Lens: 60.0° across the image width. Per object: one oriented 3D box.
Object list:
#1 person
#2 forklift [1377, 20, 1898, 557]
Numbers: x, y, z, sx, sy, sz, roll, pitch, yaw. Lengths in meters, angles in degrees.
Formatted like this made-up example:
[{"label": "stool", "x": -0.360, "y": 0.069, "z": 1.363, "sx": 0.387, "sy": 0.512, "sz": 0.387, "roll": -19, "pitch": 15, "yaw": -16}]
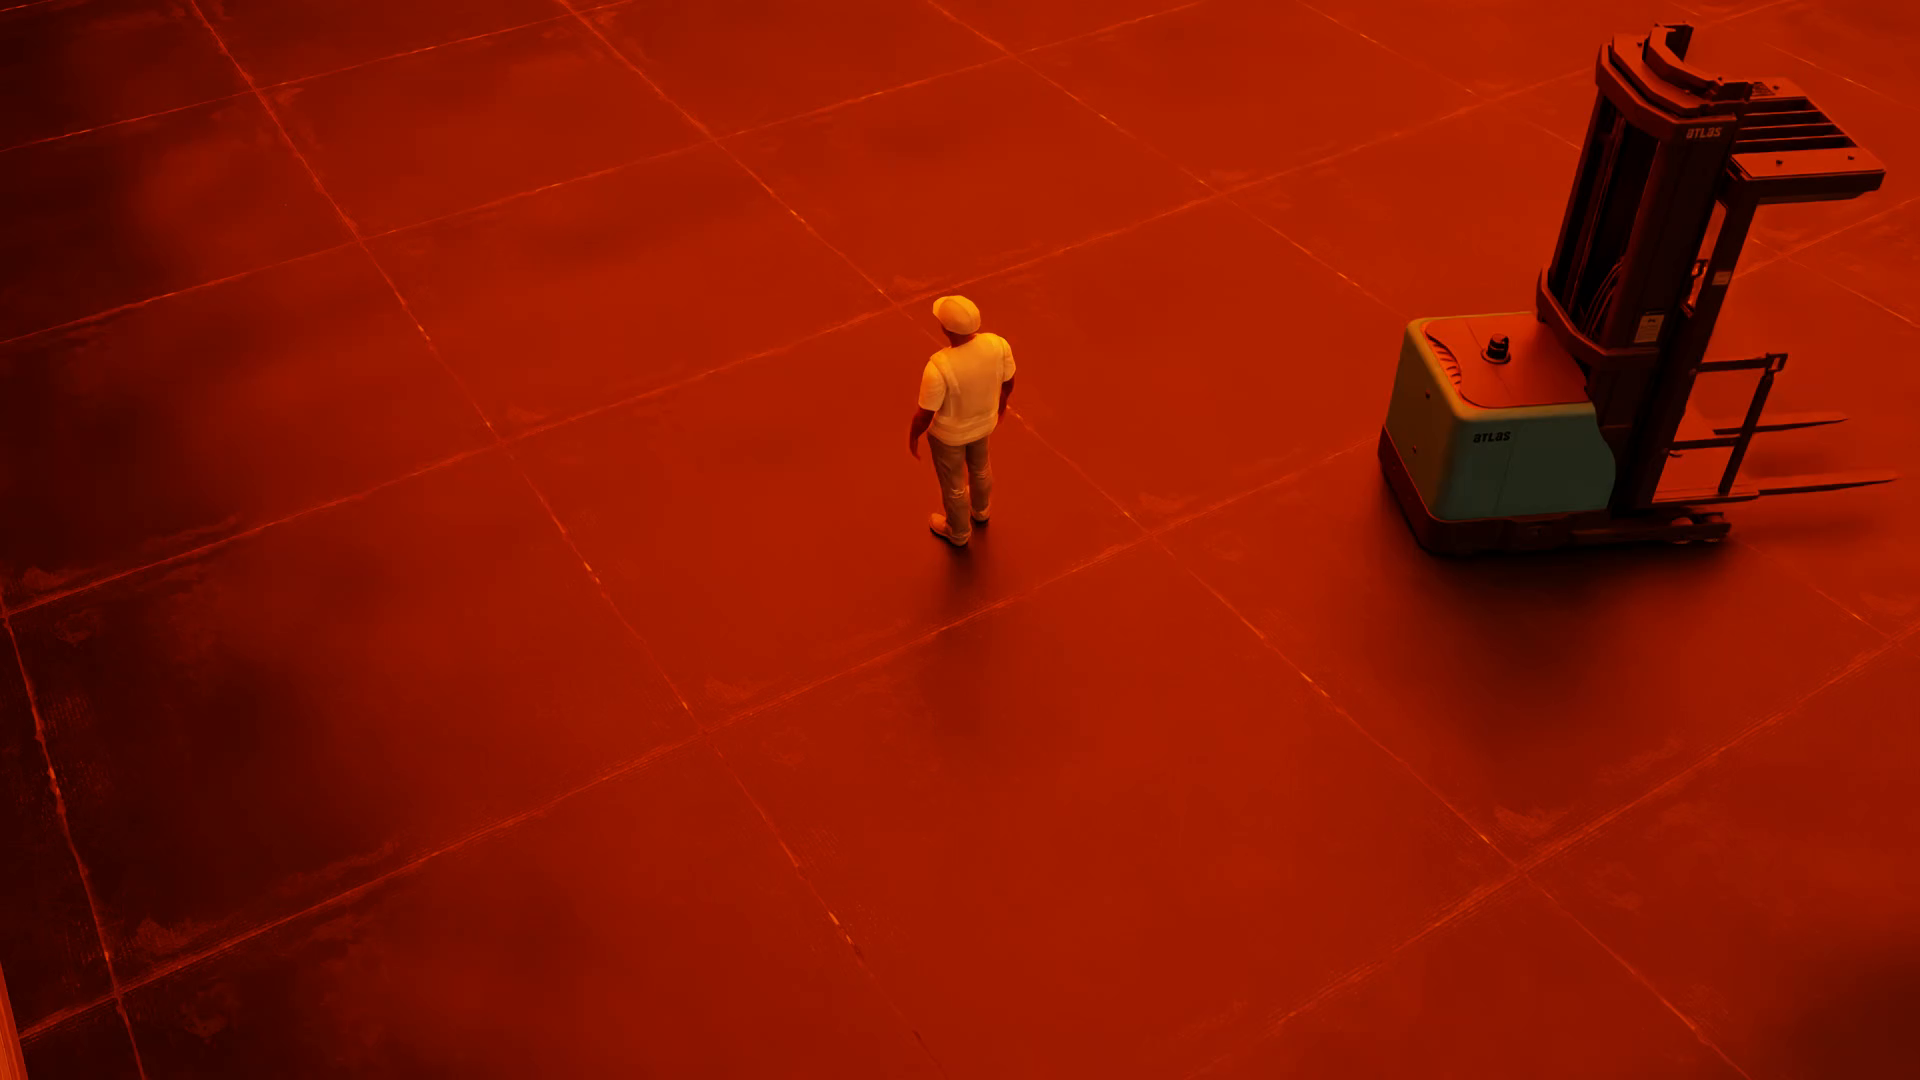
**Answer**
[{"label": "person", "x": -0.033, "y": -0.712, "z": 9.559, "sx": 0.665, "sy": 1.768, "sz": 0.575, "roll": -23, "pitch": 46, "yaw": -24}, {"label": "forklift", "x": 4.215, "y": -1.421, "z": 9.497, "sx": 3.031, "sy": 2.935, "sz": 1.130, "roll": -4, "pitch": 41, "yaw": -5}]
